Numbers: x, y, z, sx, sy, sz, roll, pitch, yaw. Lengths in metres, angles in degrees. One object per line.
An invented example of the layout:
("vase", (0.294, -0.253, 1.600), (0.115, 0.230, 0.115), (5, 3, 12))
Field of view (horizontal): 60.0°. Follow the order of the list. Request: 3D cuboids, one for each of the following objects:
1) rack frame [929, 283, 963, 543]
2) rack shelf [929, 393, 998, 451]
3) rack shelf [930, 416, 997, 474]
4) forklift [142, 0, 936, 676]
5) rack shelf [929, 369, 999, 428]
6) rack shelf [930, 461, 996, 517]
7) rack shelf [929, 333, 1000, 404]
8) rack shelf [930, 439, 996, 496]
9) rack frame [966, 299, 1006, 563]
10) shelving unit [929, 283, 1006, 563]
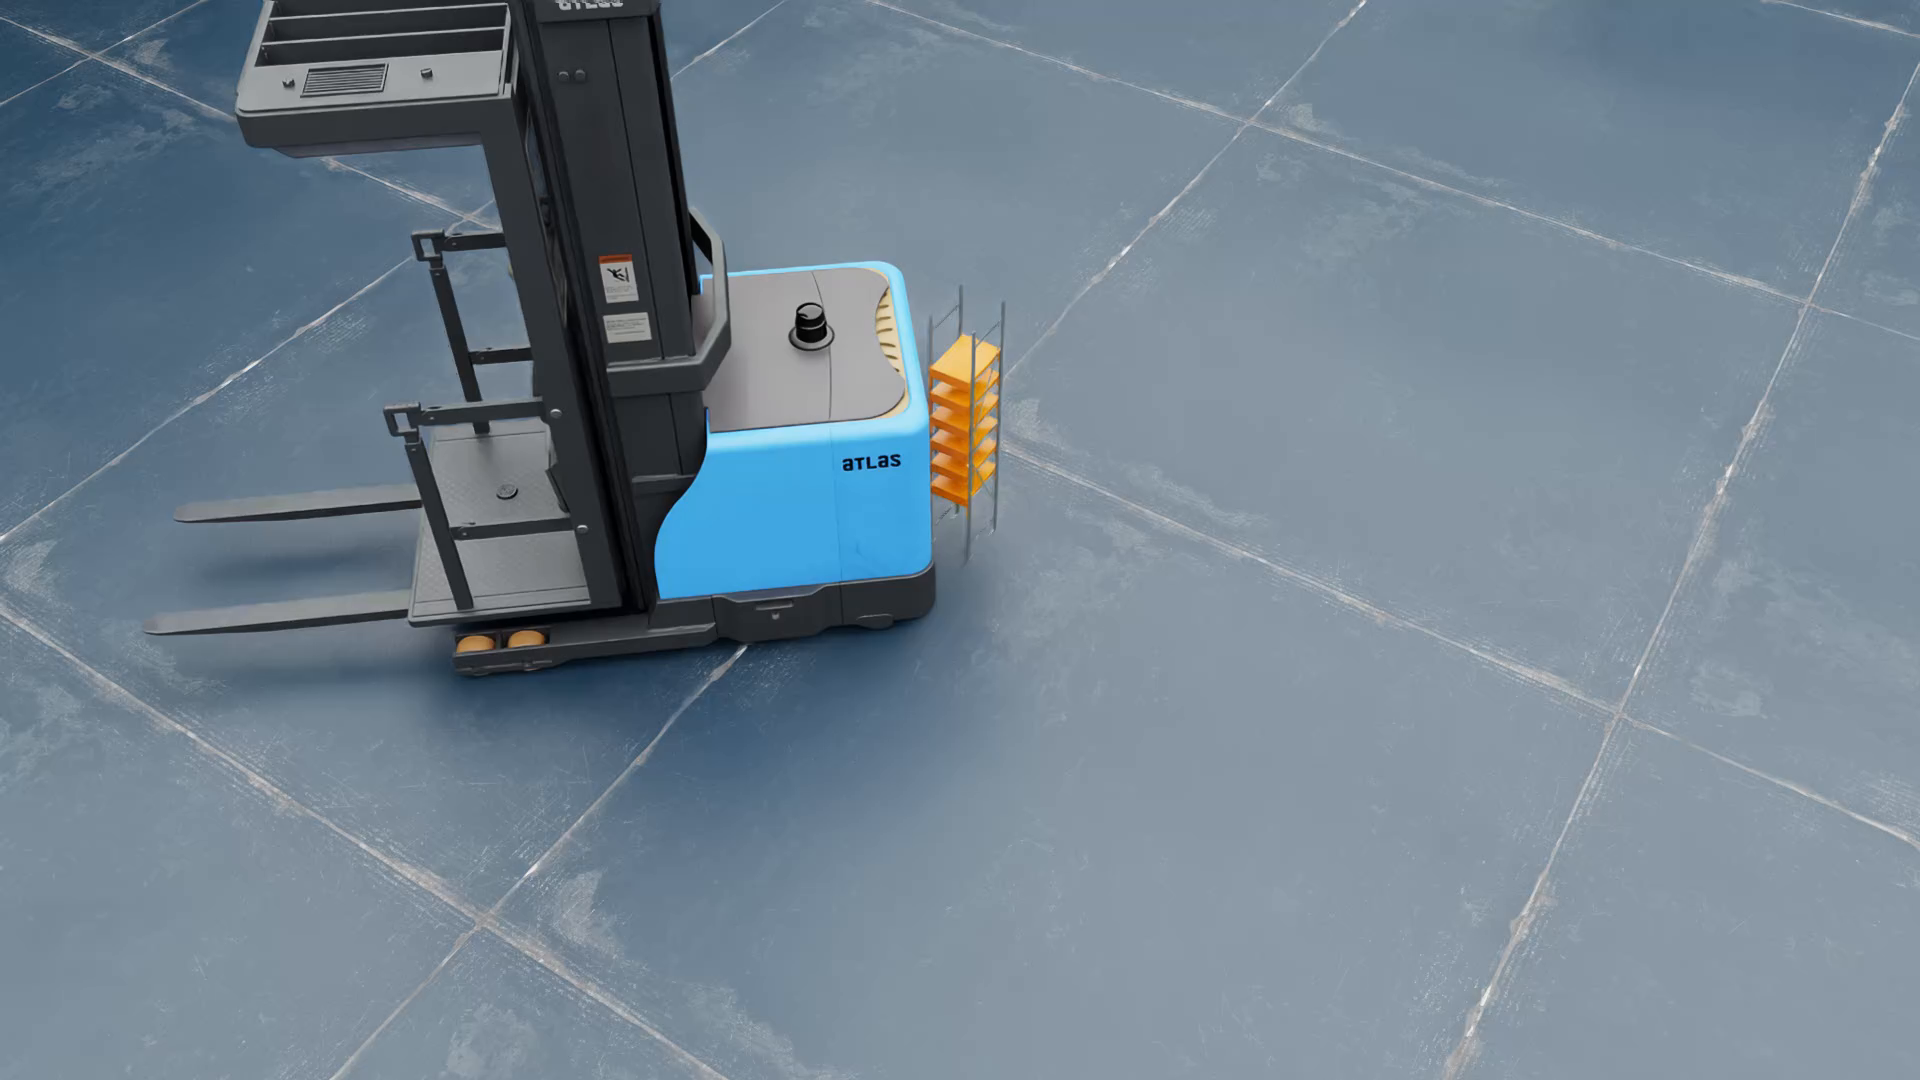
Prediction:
("rack frame", (-0.059, -0.468, 6.585), (0.006, 1.200, 0.240), (23, 49, 21))
("rack shelf", (0.021, -0.487, 6.499), (0.180, 0.103, 0.258), (23, 49, 21))
("rack shelf", (0.019, -0.402, 6.584), (0.180, 0.103, 0.258), (23, 49, 21))
("forklift", (-1.655, -0.899, 5.802), (3.031, 2.935, 1.130), (-6, 46, -5))
("rack shelf", (0.022, -0.572, 6.414), (0.180, 0.103, 0.258), (23, 49, 21))
("rack shelf", (0.016, -0.233, 6.754), (0.180, 0.103, 0.258), (23, 49, 21))
("rack shelf", (0.024, -0.656, 6.329), (0.180, 0.103, 0.258), (23, 49, 21))
("rack shelf", (0.018, -0.318, 6.669), (0.180, 0.103, 0.258), (23, 49, 21))
("rack frame", (0.098, -0.400, 6.521), (0.006, 1.200, 0.240), (23, 49, 21))
("shelving unit", (0.020, -0.434, 6.553), (0.189, 1.200, 0.258), (23, 49, 21))
